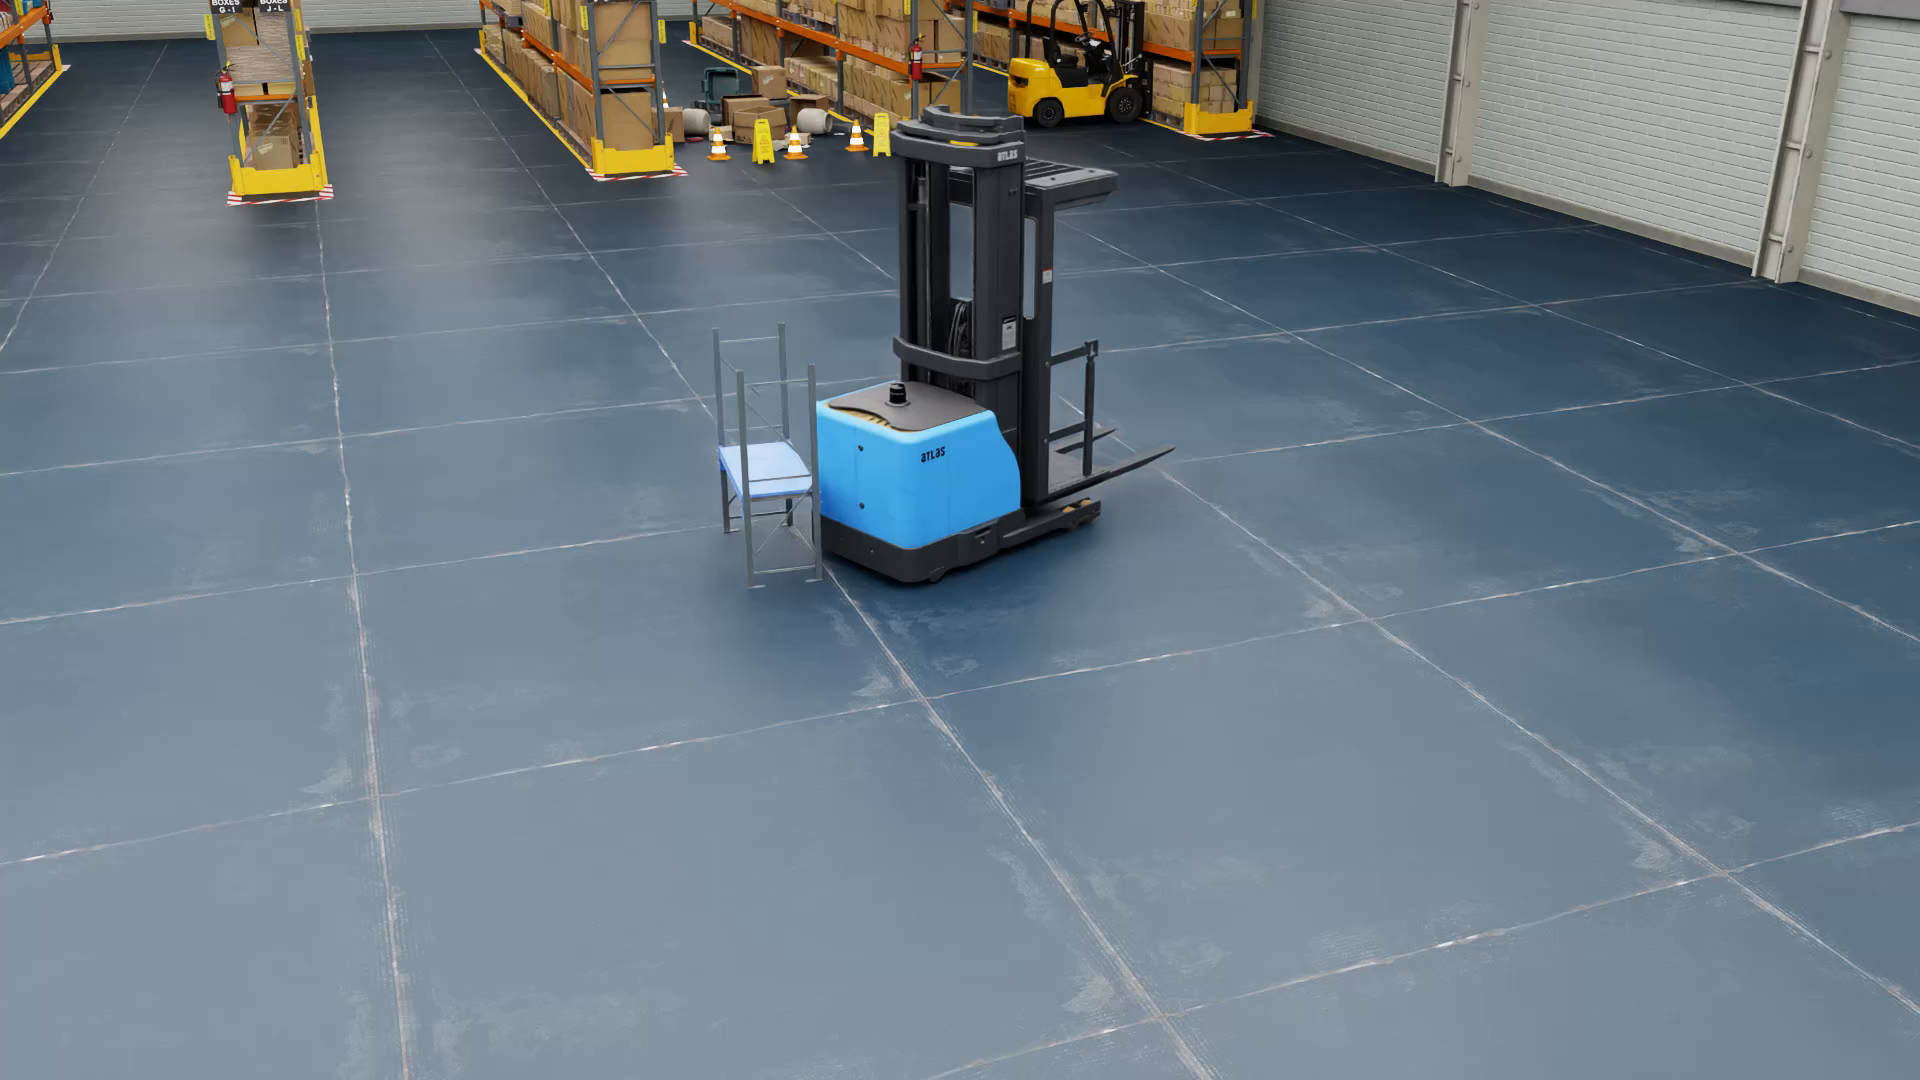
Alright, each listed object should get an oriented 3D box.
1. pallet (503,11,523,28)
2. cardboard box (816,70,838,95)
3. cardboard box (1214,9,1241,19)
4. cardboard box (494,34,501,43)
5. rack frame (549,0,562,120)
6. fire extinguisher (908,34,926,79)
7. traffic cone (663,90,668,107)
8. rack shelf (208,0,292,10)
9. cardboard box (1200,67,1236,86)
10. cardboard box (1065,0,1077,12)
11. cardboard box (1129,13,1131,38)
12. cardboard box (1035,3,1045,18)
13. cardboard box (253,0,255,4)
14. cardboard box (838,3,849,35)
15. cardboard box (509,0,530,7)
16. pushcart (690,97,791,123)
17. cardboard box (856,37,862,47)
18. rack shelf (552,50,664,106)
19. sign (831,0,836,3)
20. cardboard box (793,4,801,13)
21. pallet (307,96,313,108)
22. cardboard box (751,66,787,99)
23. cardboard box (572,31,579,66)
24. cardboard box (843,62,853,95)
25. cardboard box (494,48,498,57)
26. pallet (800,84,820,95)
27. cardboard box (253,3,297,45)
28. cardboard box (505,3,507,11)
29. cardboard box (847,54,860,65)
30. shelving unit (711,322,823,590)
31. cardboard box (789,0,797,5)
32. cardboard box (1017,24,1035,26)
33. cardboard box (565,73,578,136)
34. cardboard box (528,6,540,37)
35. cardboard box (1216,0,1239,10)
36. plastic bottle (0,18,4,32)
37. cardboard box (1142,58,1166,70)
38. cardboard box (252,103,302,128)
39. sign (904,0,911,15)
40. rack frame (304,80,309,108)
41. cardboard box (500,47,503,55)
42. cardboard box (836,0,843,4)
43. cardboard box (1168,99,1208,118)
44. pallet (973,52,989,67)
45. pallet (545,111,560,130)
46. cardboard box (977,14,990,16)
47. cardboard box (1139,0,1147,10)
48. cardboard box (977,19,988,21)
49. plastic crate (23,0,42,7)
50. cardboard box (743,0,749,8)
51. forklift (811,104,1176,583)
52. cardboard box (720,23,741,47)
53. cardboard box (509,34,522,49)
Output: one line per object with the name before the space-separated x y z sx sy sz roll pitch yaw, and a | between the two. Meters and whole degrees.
pallet | -8.057 -9.985 31.825 1.213 0.211 1.003 -8 24 -19
cardboard box | -2.142 -8.525 30.957 0.950 0.372 0.625 -7 24 -16
cardboard box | 4.481 -8.824 27.861 0.380 0.149 0.250 -9 24 -20
cardboard box | -9.910 -10.898 36.107 0.380 0.149 0.250 -10 25 -22
rack frame | -6.292 -8.376 27.760 1.000 3.000 0.127 -8 24 -19
fire extinguisher | -0.675 -7.498 25.776 0.296 0.674 0.183 -8 24 -19
traffic cone | -5.353 -7.901 29.900 0.336 0.463 0.334 -8 24 -19
rack shelf | -10.261 -8.056 24.065 1.077 0.370 4.000 -8 24 -19
cardboard box | 4.366 -7.908 28.363 0.500 0.250 0.500 -9 24 -20
cardboard box | 2.344 -10.264 31.791 0.500 0.250 0.500 -9 24 -20
cardboard box | 3.237 -9.252 29.711 0.500 0.500 0.500 -9 24 -20
cardboard box | 1.822 -10.594 33.216 0.500 0.250 0.500 -9 25 -21
cardboard box | -10.506 -7.634 24.201 0.500 0.500 0.500 -8 24 -19
cardboard box | -1.802 -9.077 28.911 0.500 0.500 0.500 -8 24 -19
cardboard box | -8.306 -10.161 31.395 0.380 0.149 0.250 -8 24 -18
pushcart | -3.812 -7.552 29.182 1.648 0.377 0.936 -18 29 -37
cardboard box | -1.571 -8.546 28.487 0.380 0.149 0.250 -8 24 -17
rack shelf | -5.586 -7.317 26.175 1.077 0.370 4.000 -8 24 -19
sign | -2.215 -9.548 29.050 0.100 0.325 0.005 -8 24 -19
cardboard box | -2.969 -10.163 31.784 0.380 0.149 0.250 -8 24 -19
pallet | -12.589 -8.197 30.926 1.003 0.211 1.213 -8 24 -19
cardboard box | -3.352 -8.033 29.191 0.500 0.500 0.500 -8 24 -19
cardboard box | -5.574 -7.724 26.022 0.875 0.550 0.500 -8 24 -19
cardboard box | -1.741 -8.112 29.169 0.500 0.500 0.500 -7 24 -16
cardboard box | -9.941 -10.634 36.248 0.380 0.149 0.250 -8 24 -19
pallet | -2.408 -8.533 31.724 1.003 0.211 1.213 -8 24 -19
cardboard box | -9.494 -7.160 23.075 0.500 0.500 0.500 -8 24 -19
cardboard box | -8.571 -10.298 32.103 0.380 0.149 0.250 -9 24 -20
cardboard box | -1.753 -8.357 28.915 0.380 0.149 0.250 -8 24 -18
shelving unit | -1.304 -0.586 11.208 0.538 1.500 1.048 -7 24 -15
cardboard box | -2.977 -10.538 31.838 0.500 0.500 0.500 -7 24 -16
cardboard box | 1.399 -11.091 36.045 0.380 0.149 0.250 -10 25 -21
cardboard box | -5.813 -7.025 26.750 0.875 0.875 0.875 -8 24 -19
cardboard box | -7.439 -9.307 29.842 0.500 0.500 0.500 -8 24 -19
cardboard box | 4.440 -8.954 27.785 0.380 0.149 0.250 -9 24 -20
plastic bottle | -17.679 -9.487 30.556 0.152 0.276 0.135 -8 24 -19
cardboard box | 3.359 -8.384 29.492 0.500 0.250 0.500 -9 24 -20
cardboard box | -11.165 -7.009 27.169 0.700 0.500 0.500 -10 25 -23
sign | -0.810 -8.248 25.560 0.100 0.325 0.005 -8 24 -19
rack frame | -12.381 -9.185 29.681 1.000 3.000 0.127 -8 24 -19
cardboard box | -9.527 -10.370 35.239 0.380 0.149 0.250 -8 24 -18
cardboard box | -1.744 -9.546 28.737 0.700 0.500 0.500 -9 24 -20
cardboard box | 3.897 -7.374 28.384 0.500 0.250 0.500 -8 24 -19
pallet | 0.877 -10.661 36.773 1.003 0.211 1.213 -8 24 -19
pallet | -6.635 -7.361 28.942 1.003 0.211 1.213 -8 24 -19
cardboard box | 0.519 -11.927 38.029 0.380 0.149 0.250 -9 25 -21
cardboard box | 3.339 -9.402 29.232 0.380 0.149 0.250 -9 24 -20
cardboard box | 0.431 -11.479 36.966 0.380 0.149 0.250 -8 24 -19
plastic crate | -19.548 -11.360 34.719 0.616 0.435 0.499 -8 24 -19
cardboard box | -4.264 -11.357 35.026 0.500 0.250 0.500 -9 24 -19
forklift | 0.374 -1.547 11.647 1.130 2.935 3.031 21 31 41
cardboard box | -4.961 -11.579 38.119 0.875 0.438 0.875 -9 25 -21
cardboard box | -8.738 -9.986 33.292 0.500 0.250 0.500 -7 24 -17
